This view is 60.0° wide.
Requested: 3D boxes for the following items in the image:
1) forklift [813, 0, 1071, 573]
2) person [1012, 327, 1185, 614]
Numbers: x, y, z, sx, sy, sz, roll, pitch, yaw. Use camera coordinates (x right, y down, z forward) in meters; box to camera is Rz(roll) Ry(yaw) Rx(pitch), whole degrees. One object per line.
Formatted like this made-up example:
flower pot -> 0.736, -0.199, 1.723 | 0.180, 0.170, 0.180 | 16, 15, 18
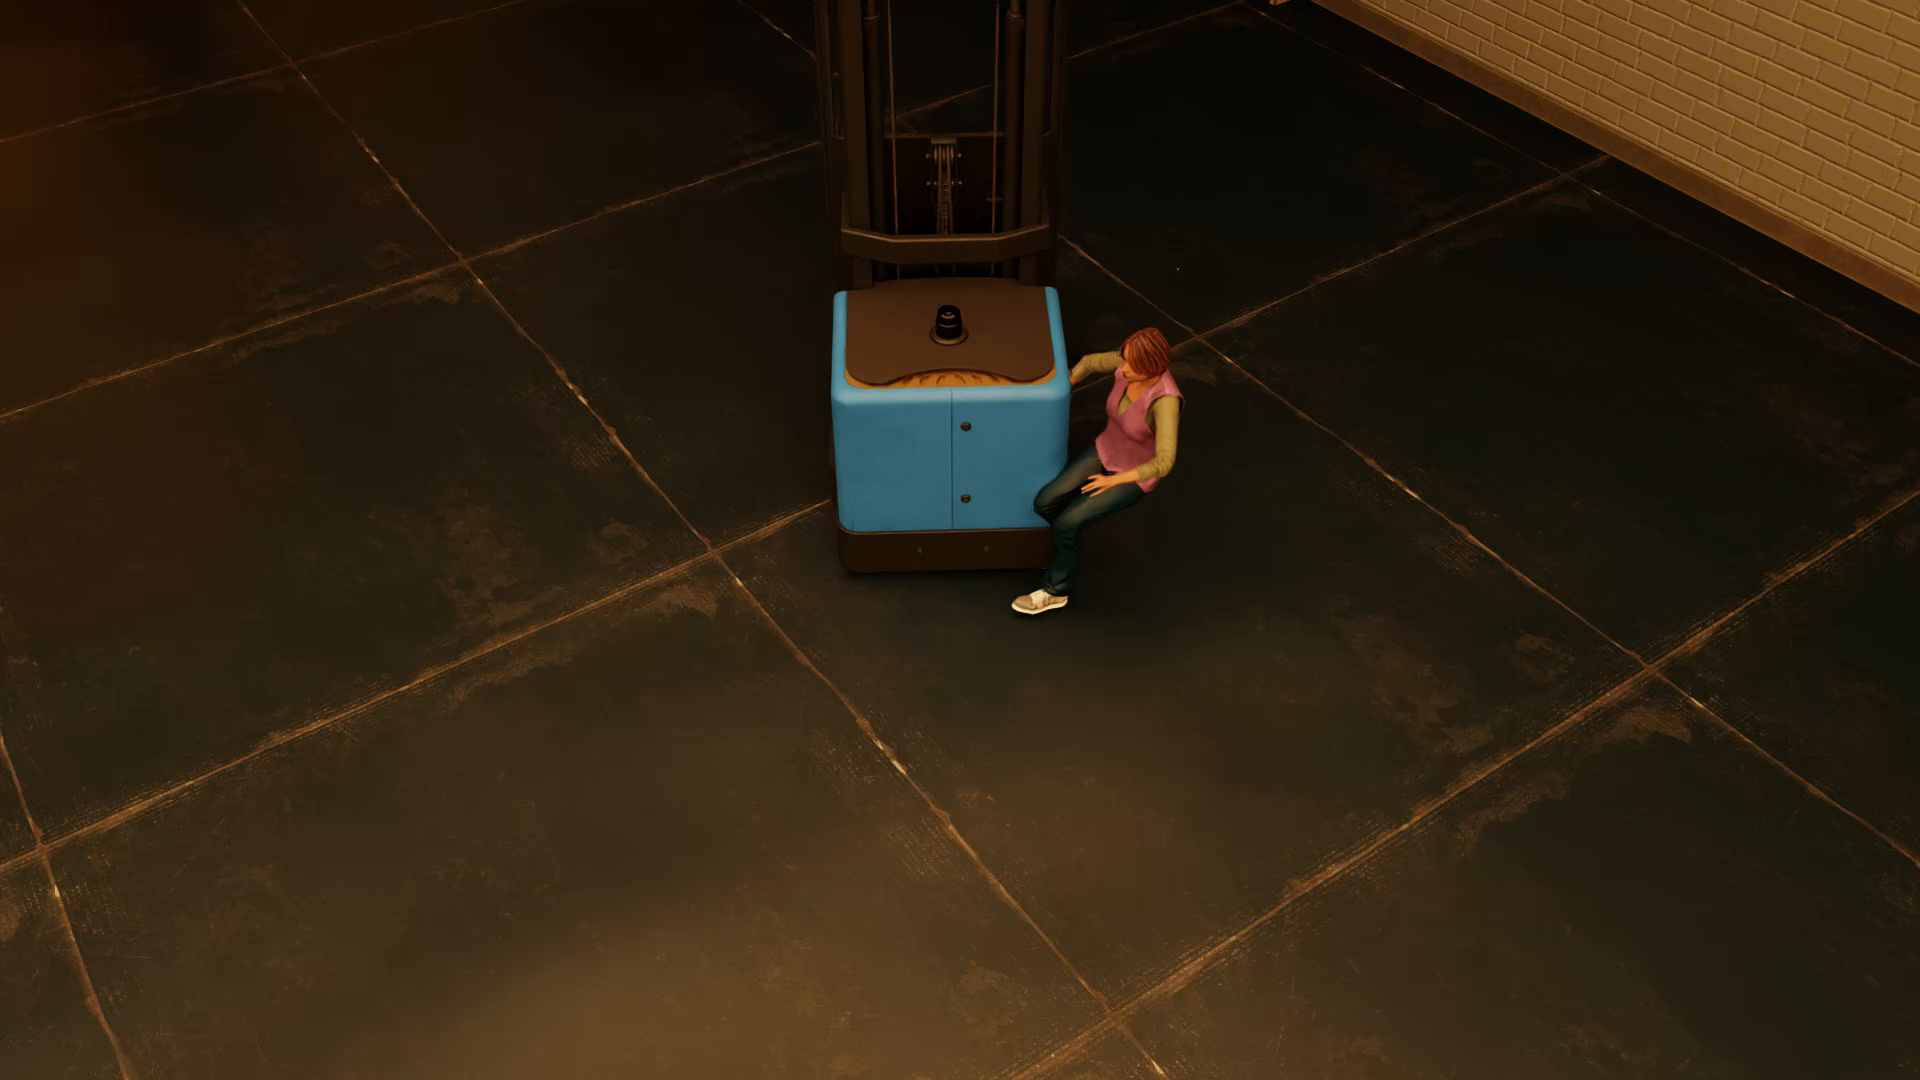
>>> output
forklift -> -0.091, -1.912, 7.790 | 1.130, 2.935, 3.031 | -2, 43, -2
person -> 0.562, -0.289, 7.197 | 0.753, 1.381, 0.742 | -28, 49, -27
